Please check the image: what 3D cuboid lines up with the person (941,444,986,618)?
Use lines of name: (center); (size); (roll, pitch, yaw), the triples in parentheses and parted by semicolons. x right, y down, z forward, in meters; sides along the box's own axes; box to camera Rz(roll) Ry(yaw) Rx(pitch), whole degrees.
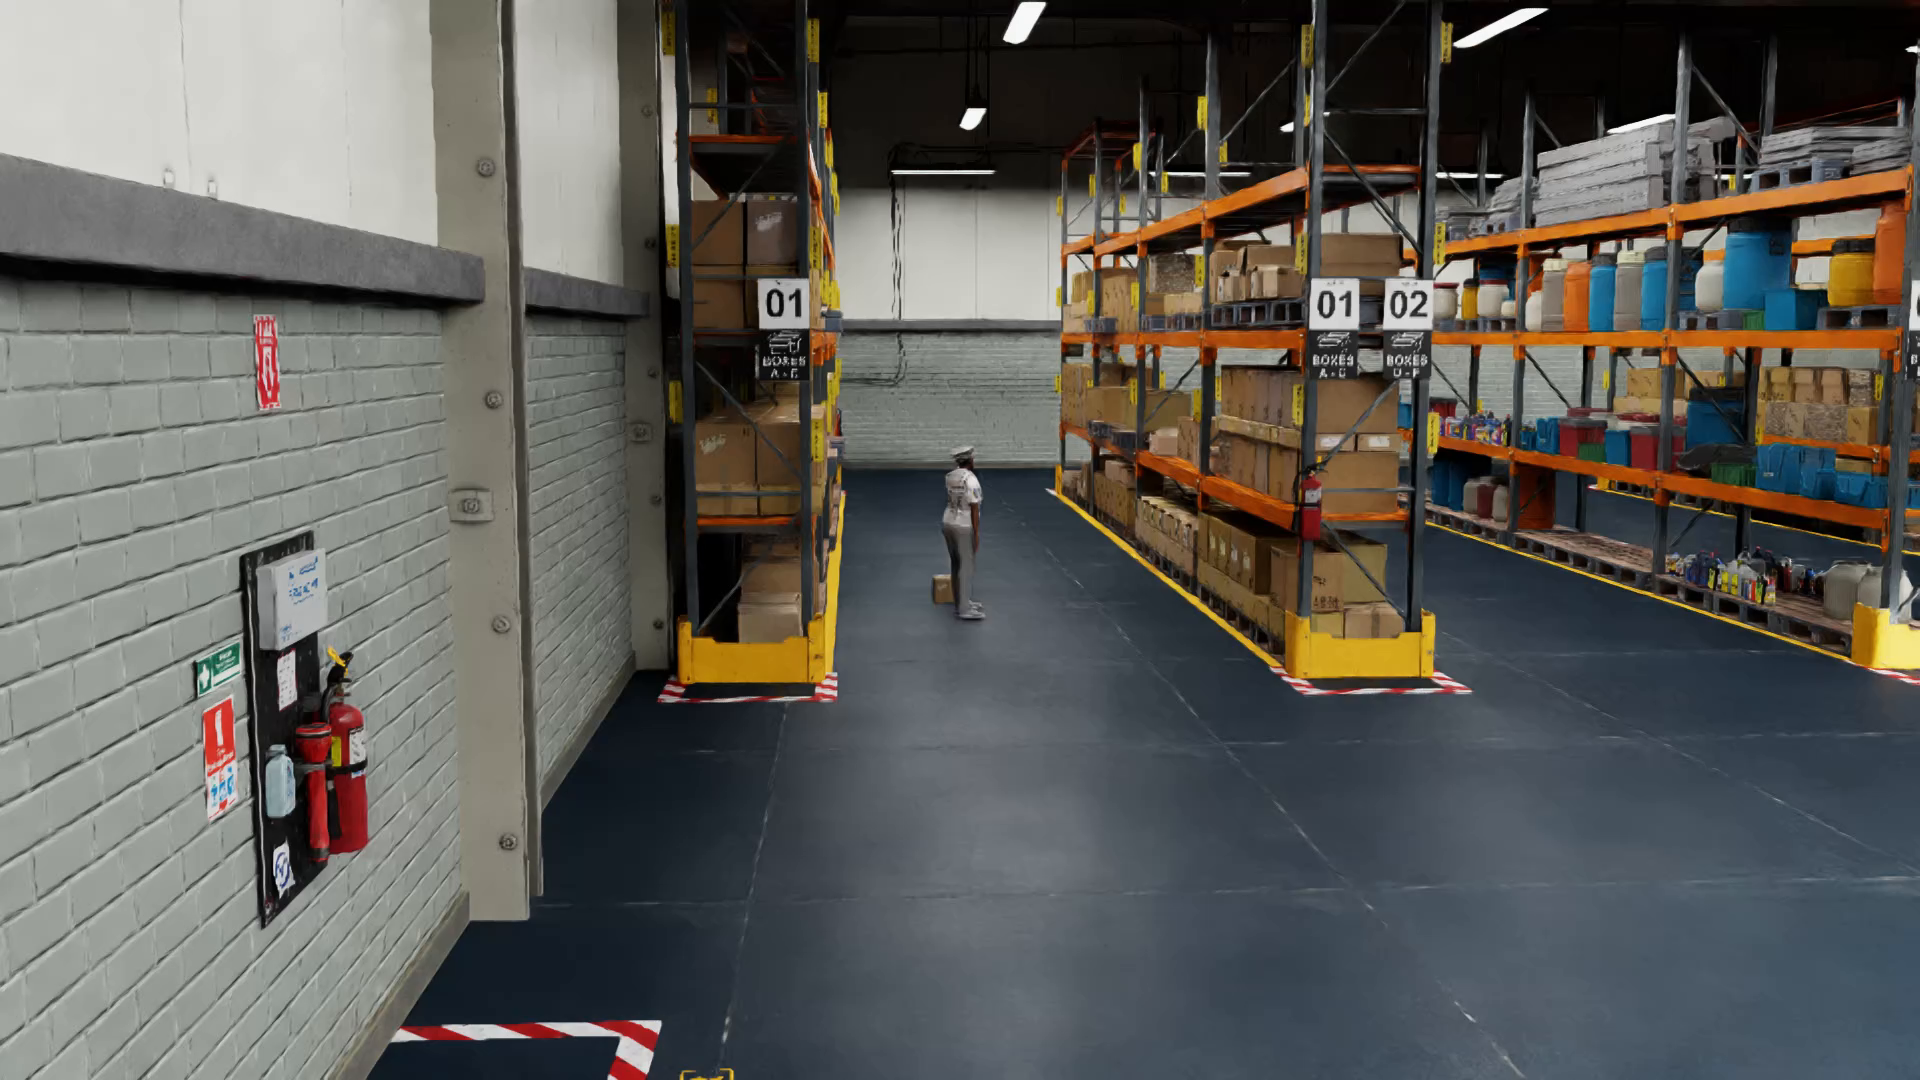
person: (0.091, -0.095, 16.308); (0.484, 1.685, 0.508); (-5, 9, -36)
